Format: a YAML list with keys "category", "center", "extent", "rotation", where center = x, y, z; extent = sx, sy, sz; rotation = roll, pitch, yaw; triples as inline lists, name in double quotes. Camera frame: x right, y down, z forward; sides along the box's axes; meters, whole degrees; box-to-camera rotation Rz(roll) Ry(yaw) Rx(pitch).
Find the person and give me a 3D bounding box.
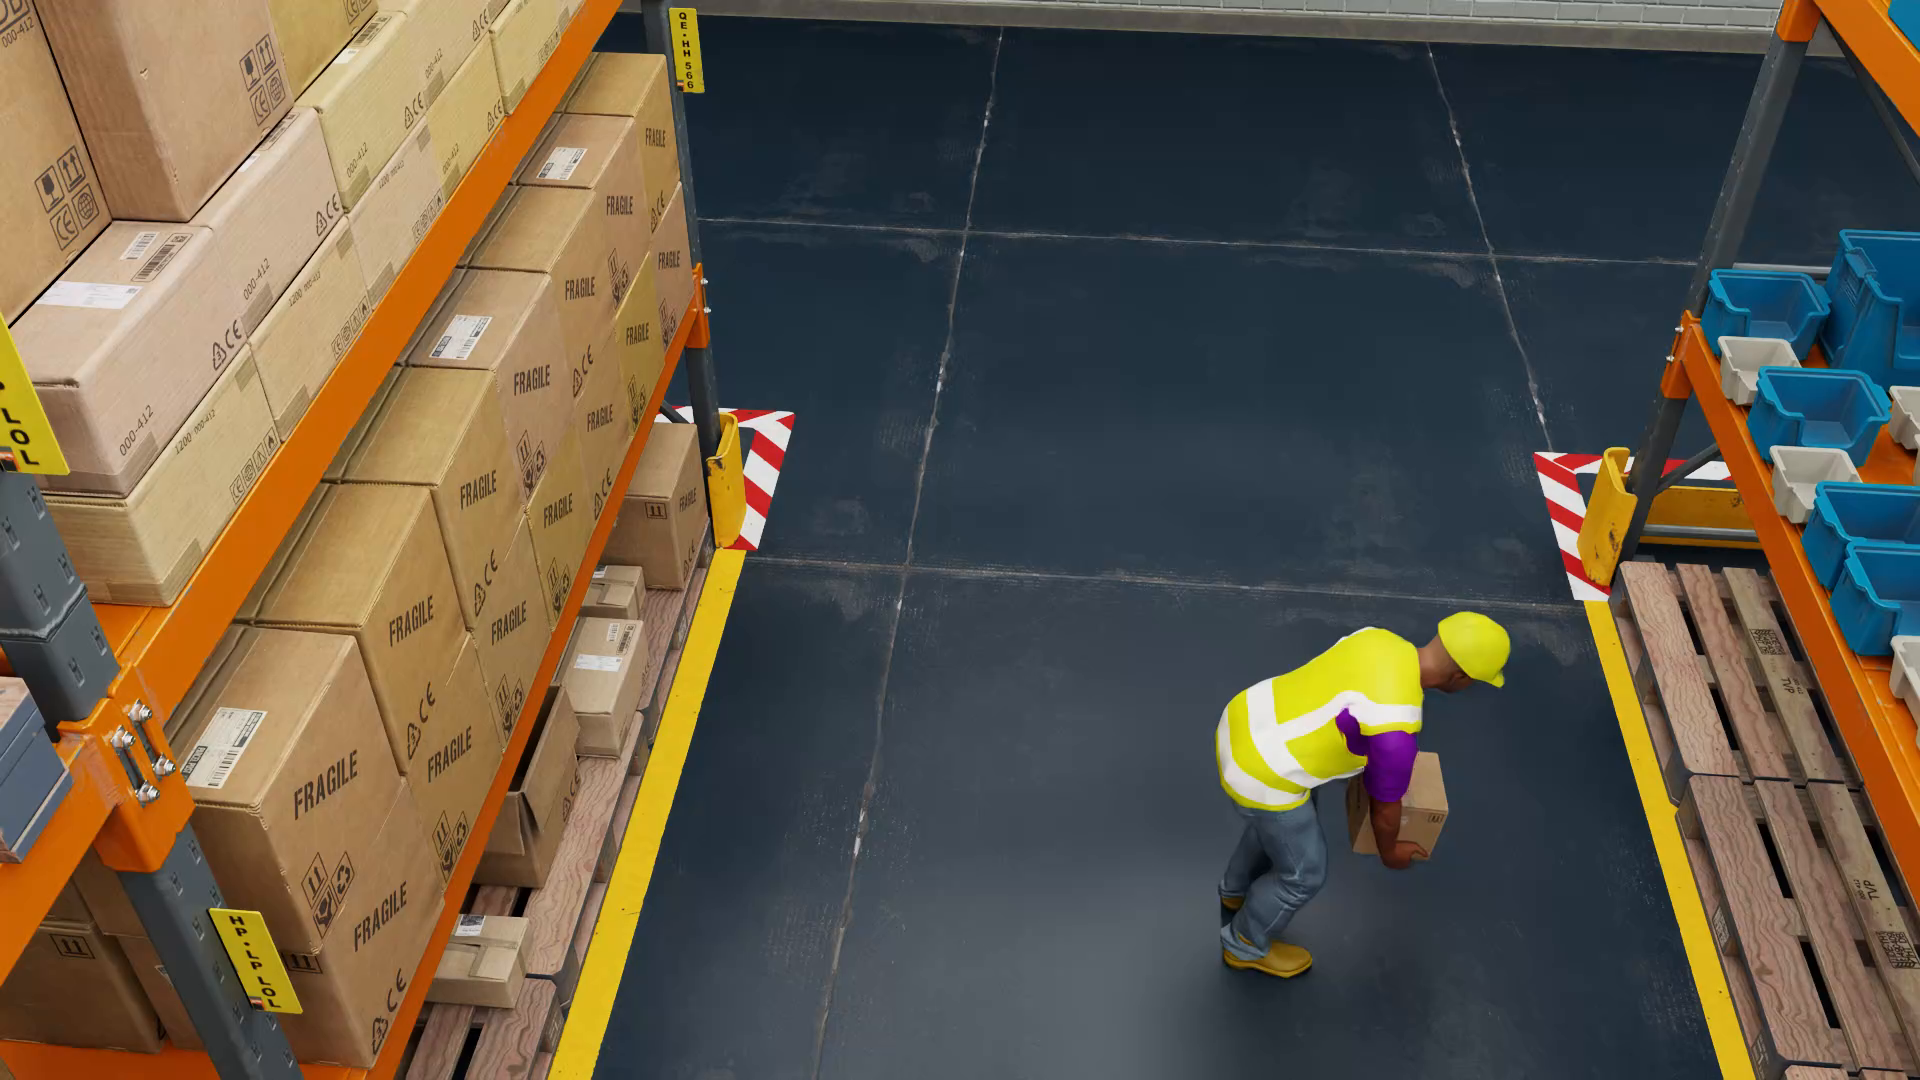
- category: "person"
  center: [1.235, 0.796, 5.392]
  extent: [0.832, 1.497, 0.488]
  rotation: [2, 40, 3]
